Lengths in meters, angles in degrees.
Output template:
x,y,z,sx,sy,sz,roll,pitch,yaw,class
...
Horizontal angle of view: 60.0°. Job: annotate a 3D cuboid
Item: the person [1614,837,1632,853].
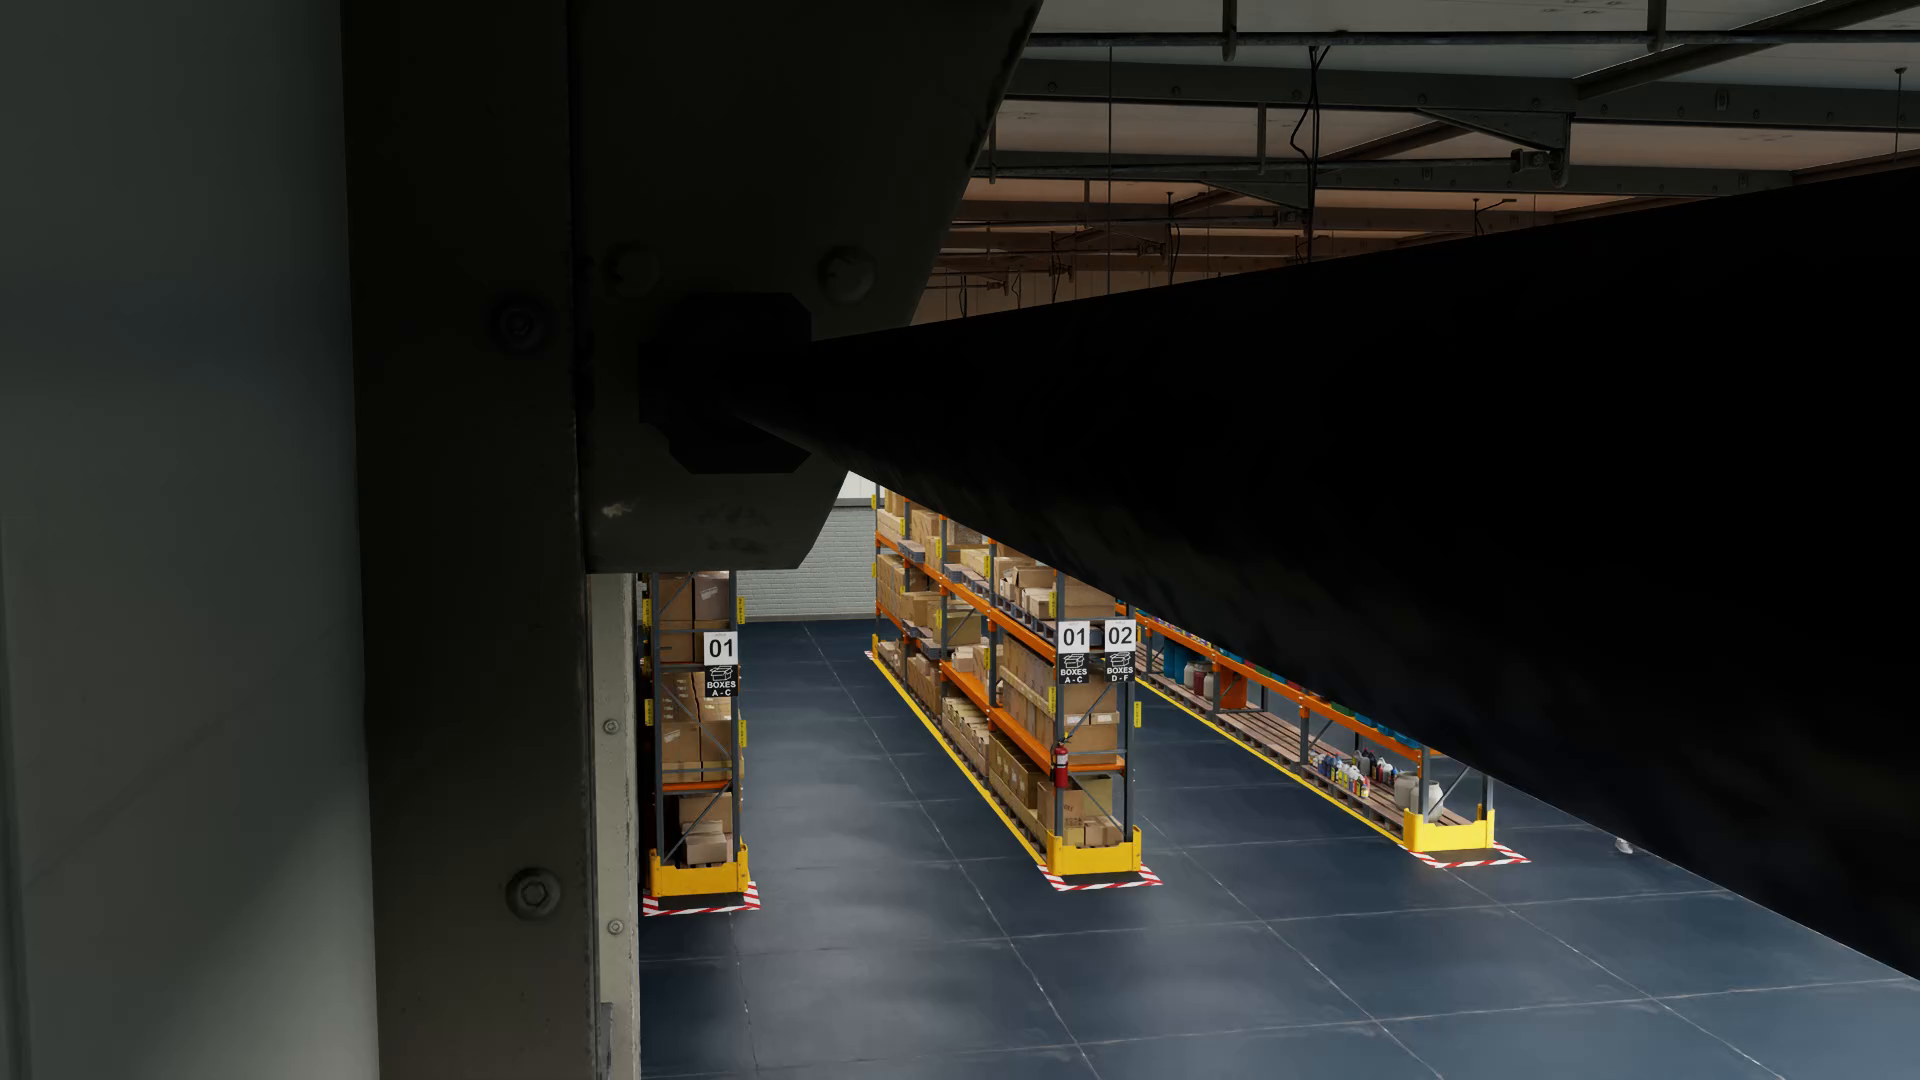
x,y,z,sx,sy,sz,roll,pitch,yaw,class
9.047,3.258,21.811,0.739,1.687,0.845,4,7,33,person
